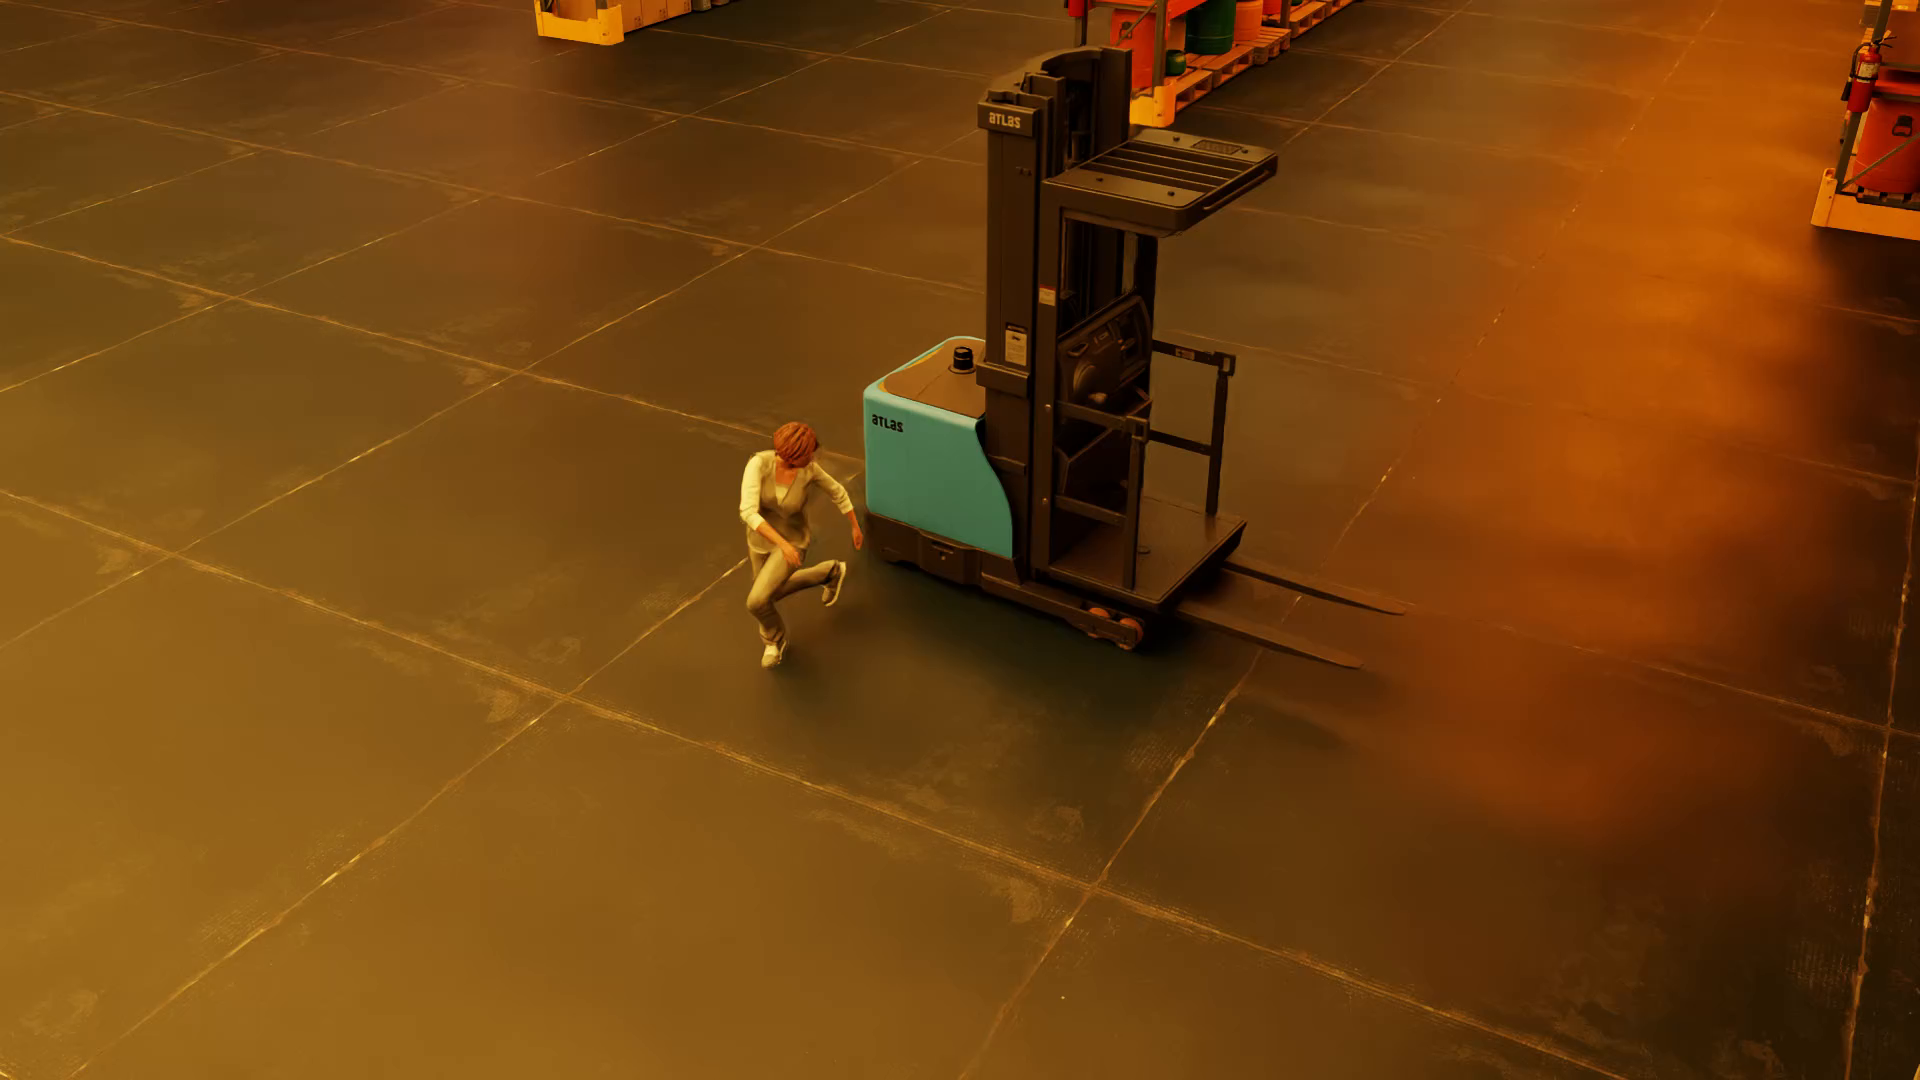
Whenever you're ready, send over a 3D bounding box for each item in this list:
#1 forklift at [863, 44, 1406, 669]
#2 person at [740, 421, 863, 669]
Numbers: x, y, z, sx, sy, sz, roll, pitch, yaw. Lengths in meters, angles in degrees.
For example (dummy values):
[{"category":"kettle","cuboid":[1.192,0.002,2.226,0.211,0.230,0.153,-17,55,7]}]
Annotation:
[{"category":"forklift","cuboid":[0.948,-0.982,8.772,3.031,2.935,1.130,18,35,29]},{"category":"person","cuboid":[-0.848,-0.033,8.735,0.547,1.383,0.822,11,32,19]}]
